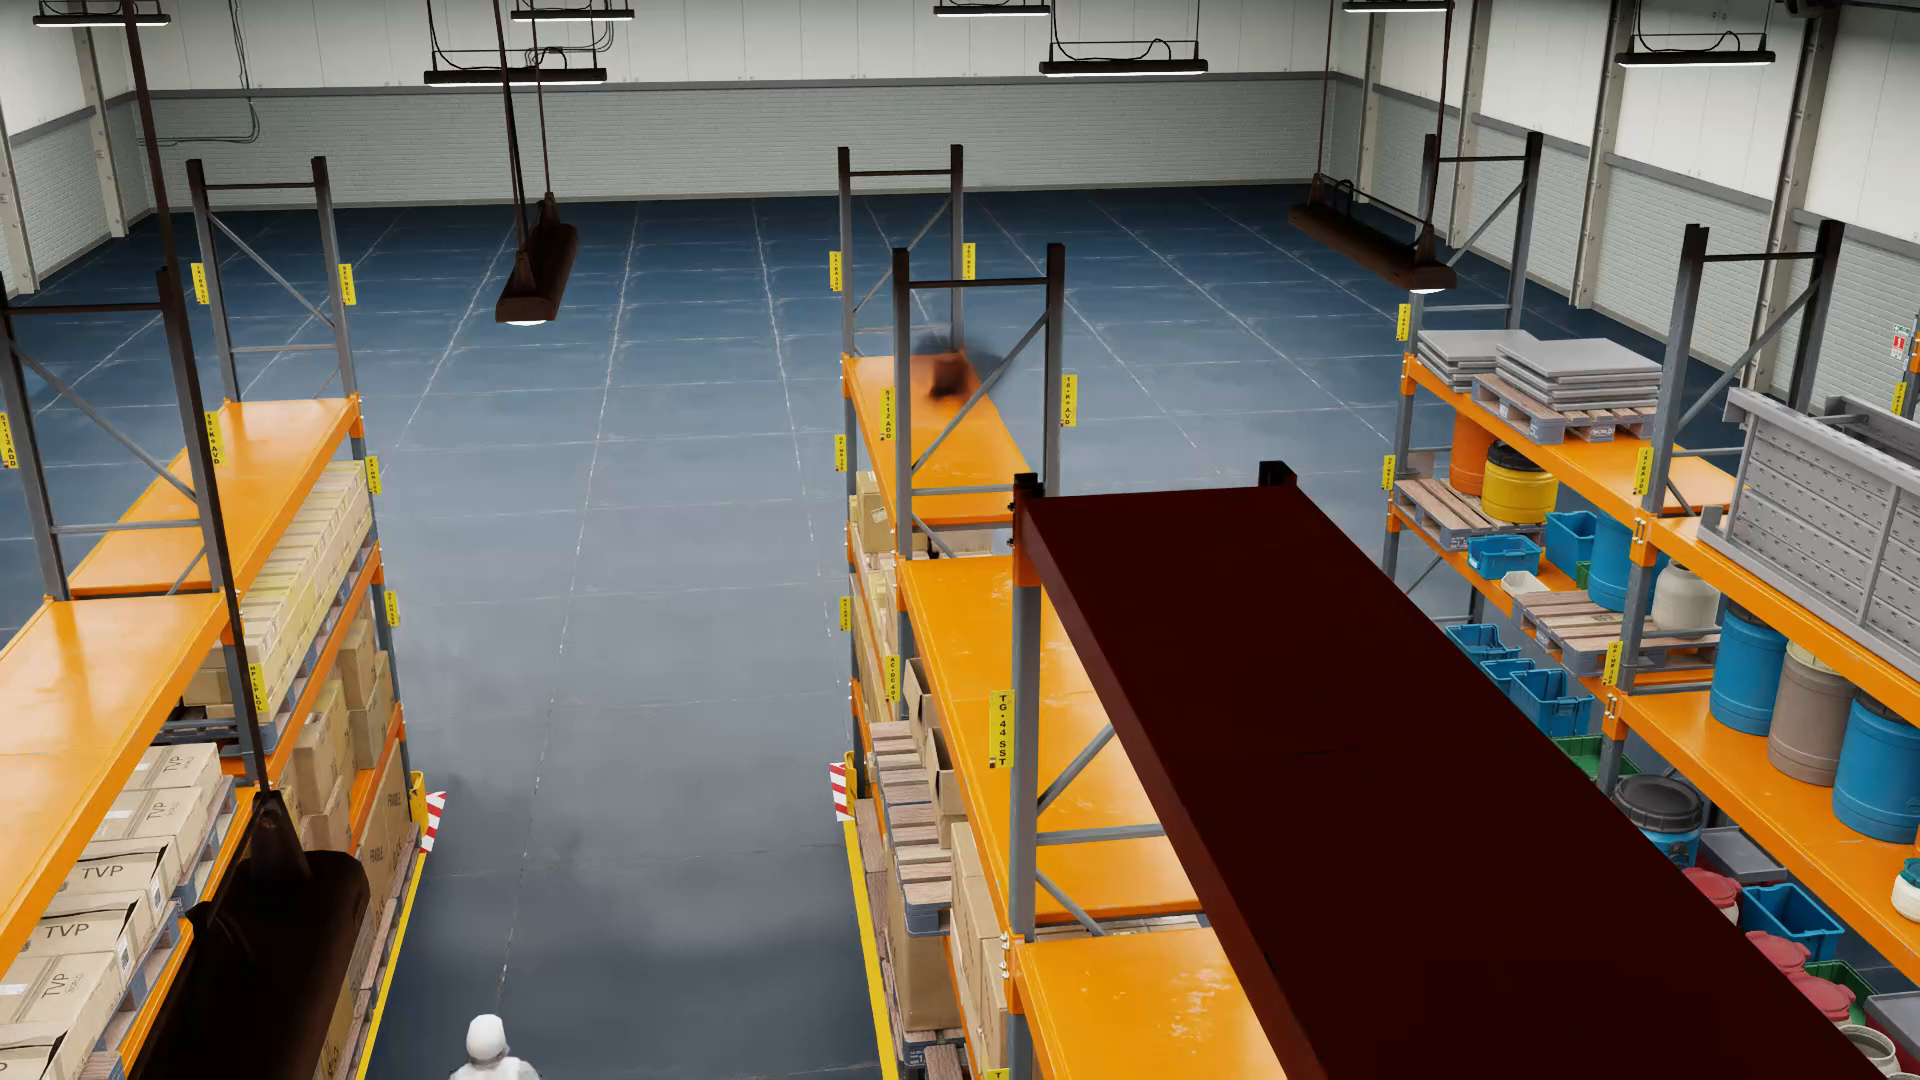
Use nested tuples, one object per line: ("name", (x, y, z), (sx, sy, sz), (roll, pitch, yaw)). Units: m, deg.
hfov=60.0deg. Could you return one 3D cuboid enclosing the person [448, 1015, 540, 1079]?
("person", (-2.810, 3.608, 10.182), (0.658, 1.731, 0.570), (-6, 22, -14))
